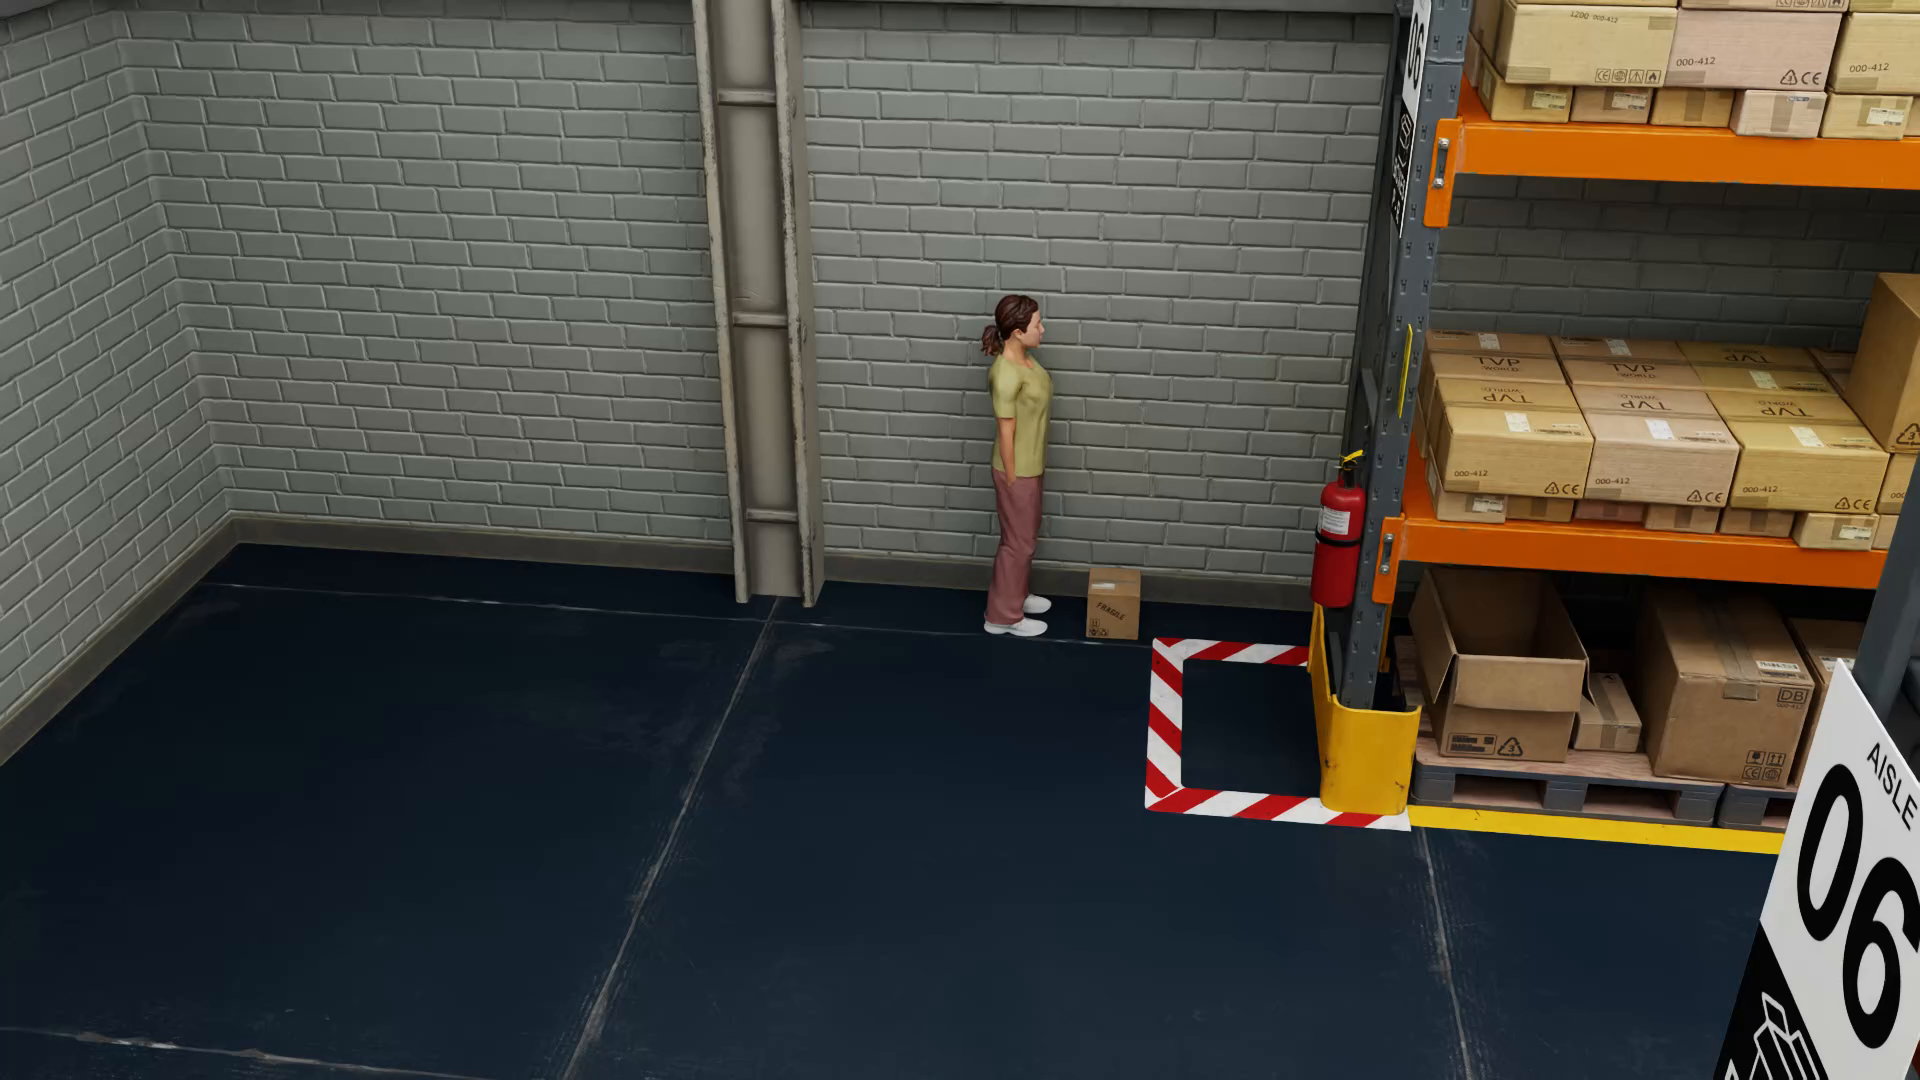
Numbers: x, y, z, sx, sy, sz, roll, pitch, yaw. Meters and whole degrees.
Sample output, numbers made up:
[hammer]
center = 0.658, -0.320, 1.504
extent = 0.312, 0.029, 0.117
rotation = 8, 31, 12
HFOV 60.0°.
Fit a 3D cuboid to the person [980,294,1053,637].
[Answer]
[person]
center = 0.263, -0.351, 7.780
extent = 0.358, 1.669, 0.440
rotation = 4, 29, 7
